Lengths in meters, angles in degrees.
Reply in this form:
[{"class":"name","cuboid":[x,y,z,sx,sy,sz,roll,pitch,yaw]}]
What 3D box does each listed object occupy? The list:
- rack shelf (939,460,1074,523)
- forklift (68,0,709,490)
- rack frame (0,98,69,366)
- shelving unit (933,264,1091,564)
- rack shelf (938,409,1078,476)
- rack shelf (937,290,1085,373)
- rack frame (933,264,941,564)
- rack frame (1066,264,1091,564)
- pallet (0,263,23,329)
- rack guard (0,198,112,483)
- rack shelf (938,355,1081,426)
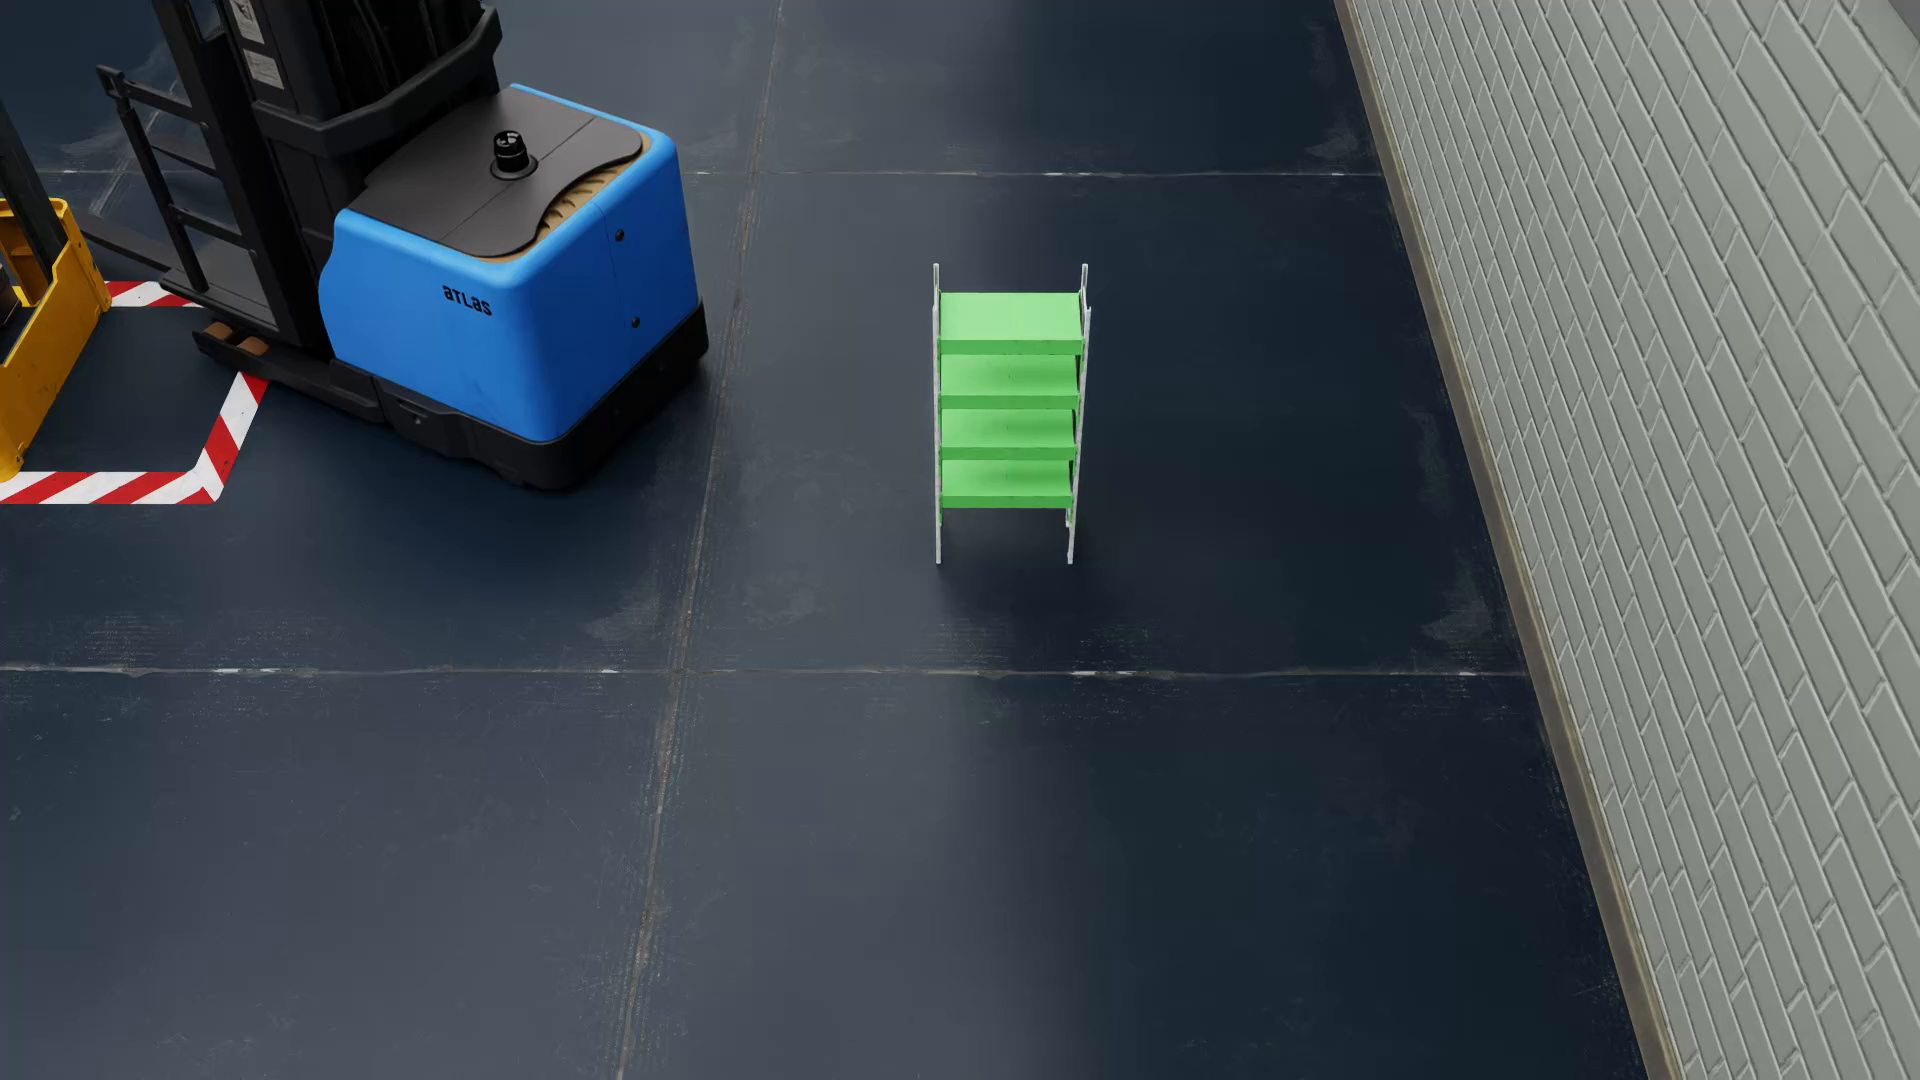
[{"class":"rack shelf","cuboid":[0.166,-0.201,6.033,0.480,0.148,0.258,0,47,0]},{"class":"forklift","cuboid":[-2.583,-1.986,6.096,3.031,2.935,1.130,22,51,19]},{"class":"rack frame","cuboid":[-3.773,-1.667,5.753,0.127,3.000,1.000,0,47,0]},{"class":"shelving unit","cuboid":[0.166,-0.408,5.810,0.503,1.200,0.258,0,47,0]},{"class":"rack shelf","cuboid":[0.166,-0.365,5.857,0.480,0.148,0.258,0,47,0]},{"class":"rack shelf","cuboid":[0.166,-0.692,5.506,0.480,0.148,0.258,0,47,0]},{"class":"rack frame","cuboid":[-0.078,-0.409,5.811,0.015,1.200,0.240,0,47,0]},{"class":"rack frame","cuboid":[0.410,-0.408,5.810,0.015,1.200,0.240,0,47,0]},{"class":"pallet","cuboid":[-4.661,-0.746,6.800,1.213,0.211,1.003,0,47,0]},{"class":"rack guard","cuboid":[-3.849,-0.816,6.668,0.348,0.500,1.175,0,47,0]},{"class":"rack shelf","cuboid":[0.166,-0.528,5.681,0.480,0.148,0.258,0,47,0]}]
